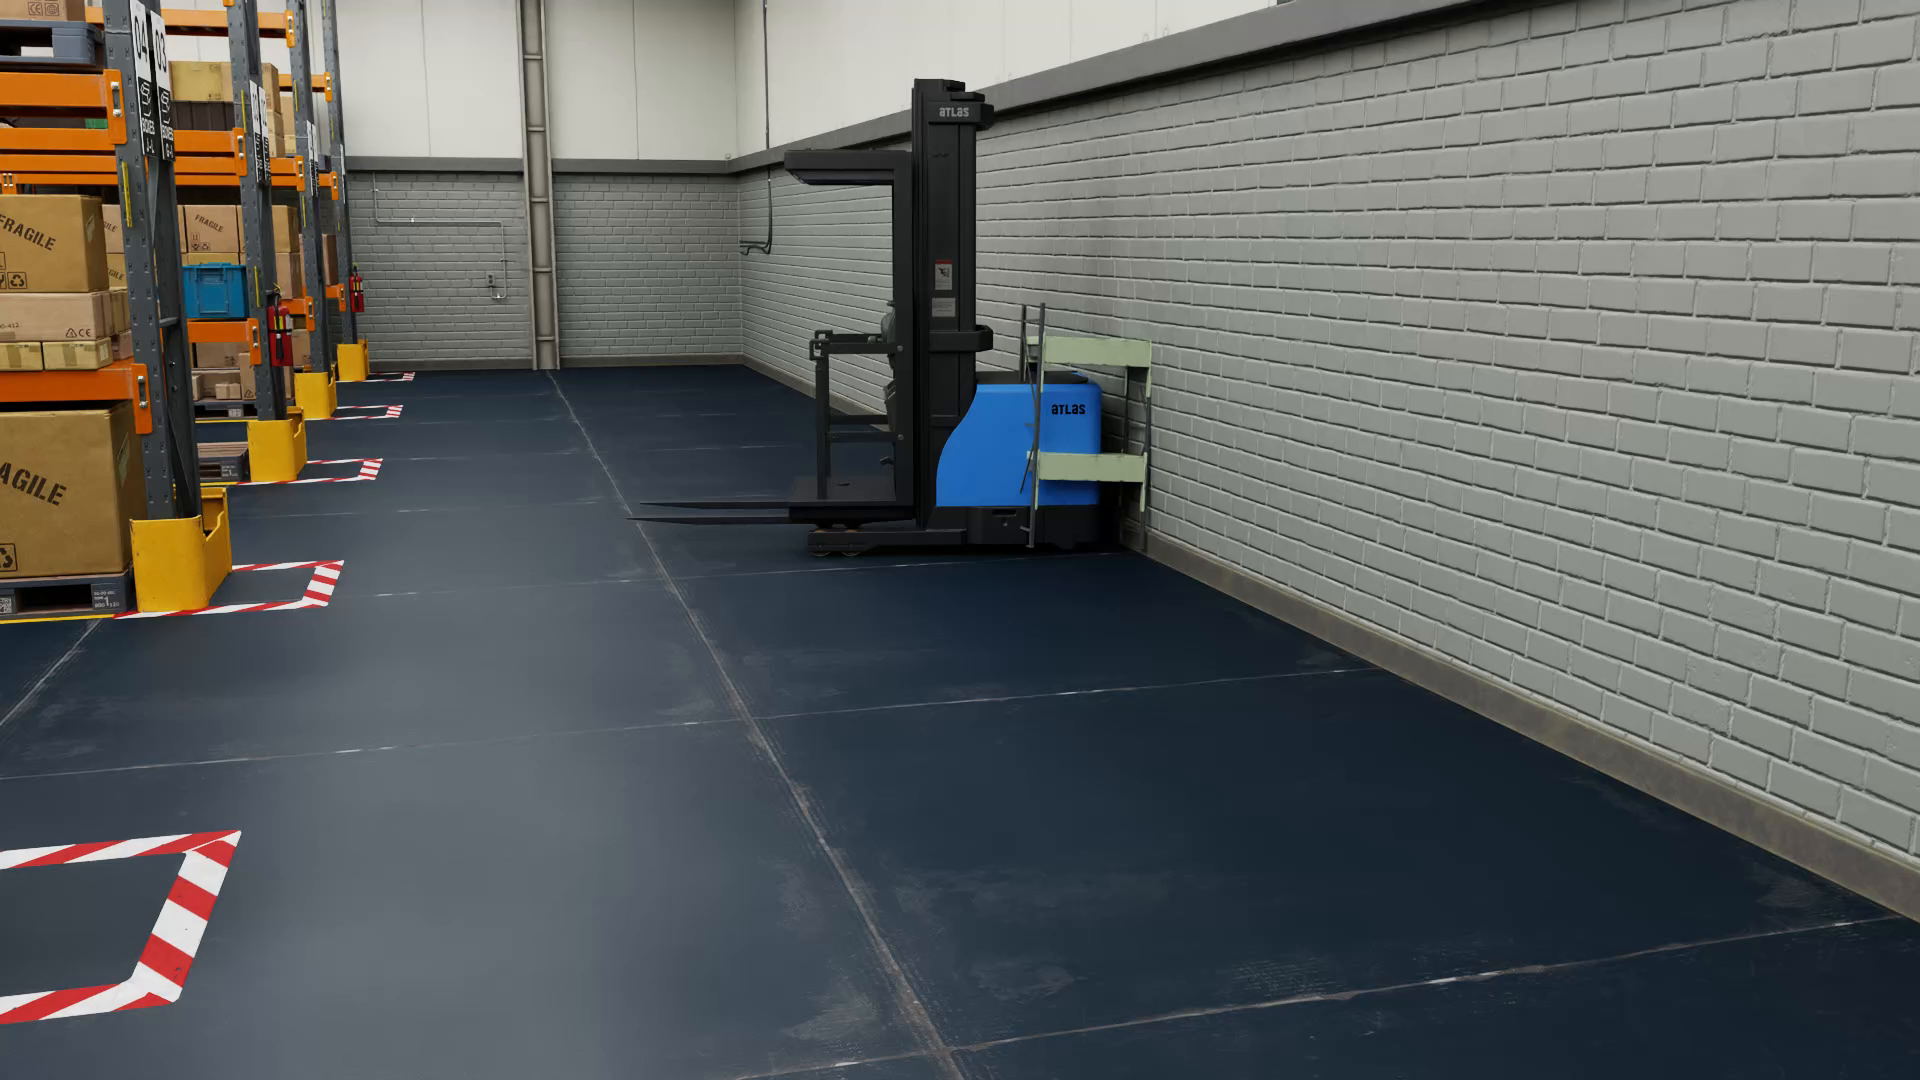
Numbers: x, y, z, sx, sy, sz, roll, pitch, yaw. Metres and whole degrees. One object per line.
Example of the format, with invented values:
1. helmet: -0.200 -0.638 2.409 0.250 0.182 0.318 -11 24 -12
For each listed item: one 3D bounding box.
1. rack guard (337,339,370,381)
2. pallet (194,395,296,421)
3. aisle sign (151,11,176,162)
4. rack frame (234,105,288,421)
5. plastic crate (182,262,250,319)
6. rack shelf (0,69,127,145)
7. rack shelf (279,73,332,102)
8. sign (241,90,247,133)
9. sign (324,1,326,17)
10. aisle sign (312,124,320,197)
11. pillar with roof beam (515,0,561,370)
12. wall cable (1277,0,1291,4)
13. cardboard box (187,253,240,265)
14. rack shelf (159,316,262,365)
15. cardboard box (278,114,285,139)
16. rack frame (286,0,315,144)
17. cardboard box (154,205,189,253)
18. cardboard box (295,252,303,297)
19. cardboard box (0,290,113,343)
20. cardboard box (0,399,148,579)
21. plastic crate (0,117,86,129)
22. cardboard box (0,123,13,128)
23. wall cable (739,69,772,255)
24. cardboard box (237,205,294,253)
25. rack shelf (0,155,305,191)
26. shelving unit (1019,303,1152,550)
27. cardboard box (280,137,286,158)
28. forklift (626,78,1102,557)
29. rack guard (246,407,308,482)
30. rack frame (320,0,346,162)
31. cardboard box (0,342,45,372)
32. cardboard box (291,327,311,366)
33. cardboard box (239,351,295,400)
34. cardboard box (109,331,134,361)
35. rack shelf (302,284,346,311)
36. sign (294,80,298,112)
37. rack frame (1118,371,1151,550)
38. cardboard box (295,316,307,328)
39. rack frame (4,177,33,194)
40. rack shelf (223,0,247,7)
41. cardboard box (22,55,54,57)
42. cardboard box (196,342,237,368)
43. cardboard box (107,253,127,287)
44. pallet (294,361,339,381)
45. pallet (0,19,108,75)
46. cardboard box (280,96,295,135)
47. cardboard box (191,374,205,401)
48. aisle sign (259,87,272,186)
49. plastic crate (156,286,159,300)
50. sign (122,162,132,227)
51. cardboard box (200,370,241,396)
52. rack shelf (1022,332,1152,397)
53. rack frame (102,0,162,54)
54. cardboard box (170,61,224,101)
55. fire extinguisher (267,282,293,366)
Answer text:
1. rack guard: -8.568 -2.546 23.495 0.348 0.500 1.175 -3 11 -16
2. pallet: -8.041 -1.497 18.597 1.213 0.211 1.003 -3 11 -16
3. aisle sign: -4.452 -2.525 9.297 0.004 0.787 0.394 -3 11 -16
4. rack frame: -5.822 -2.052 13.907 0.127 3.000 1.000 -3 11 -16
5. plastic crate: -6.091 -2.049 13.630 0.499 0.435 0.616 -3 11 -16
6. rack shelf: -6.358 -2.211 8.474 4.000 0.370 1.077 -3 11 -16
7. rack shelf: -10.511 -6.073 22.270 4.000 0.370 1.077 -3 11 -16
8. sign: -5.653 -3.381 13.130 0.005 0.325 0.100 -3 11 -16
9. sign: -8.453 -7.128 22.111 0.005 0.325 0.100 -3 11 -16
10. aisle sign: -7.220 -4.246 18.646 0.004 0.787 0.394 -3 11 -16
11. pillar with roof beam: -5.037 -6.263 20.212 0.400 9.000 9.100 -3 11 -16
12. wall cable: 1.955 -5.410 6.695 0.120 5.999 2.277 -3 11 -16
13. cardboard box: -8.054 -2.865 18.050 0.500 0.500 0.500 -3 11 -15
14. rack shelf: -7.742 -1.597 13.422 4.000 0.370 1.077 -3 11 -16
15. cardboard box: -7.769 -4.580 18.386 0.500 0.250 0.500 -3 11 -16
16. rack frame: -7.203 -5.863 18.042 0.127 3.000 1.000 -3 11 -16
17. cardboard box: -8.535 -3.331 17.817 0.500 0.500 0.500 -3 11 -14
18. cardboard box: -7.703 -2.986 18.703 0.500 0.500 0.500 -3 11 -15
19. cardboard box: -4.829 -1.193 8.833 0.500 0.250 0.500 -3 11 -17
20. cardboard box: -5.030 -0.306 9.133 0.875 0.875 0.875 -3 11 -16
21. plastic crate: -7.366 -3.467 13.480 0.767 0.338 0.504 -3 11 -16
22. cardboard box: -10.028 -4.365 17.221 0.500 0.250 0.500 -3 11 -16
23. wall cable: -3.061 -5.421 24.217 0.112 2.526 3.097 -3 11 -16
24. cardboard box: -7.553 -3.384 18.104 0.500 0.500 0.500 -3 11 -16
25. rack shelf: -9.123 -3.933 17.829 4.000 0.370 1.077 -3 11 -16
26. shelving unit: 0.775 -0.712 10.470 0.755 1.500 0.431 1 6 -16
27. cardboard box: -7.767 -4.333 18.426 0.500 0.250 0.500 -3 11 -16
28. forklift: -0.628 -1.436 10.749 3.031 2.935 1.130 -1 10 -3
29. rack guard: -5.803 -0.826 14.152 0.348 0.500 1.175 -3 11 -16
30. rack frame: -8.591 -6.724 22.719 0.127 3.000 1.000 -3 11 -16
31. cardboard box: -4.937 -0.979 8.771 0.250 0.149 0.380 -3 11 -15
32. cardboard box: -9.235 -2.698 23.163 0.500 0.500 0.700 -3 11 -16
33. cardboard box: -7.656 -1.830 18.390 0.500 0.500 0.500 -3 11 -16
34. cardboard box: -4.871 -1.107 9.467 0.250 0.149 0.380 -3 11 -15
35. rack shelf: -10.511 -3.319 22.777 4.000 0.370 1.077 -3 11 -16
36. sign: -7.067 -4.726 17.704 0.005 0.325 0.100 -3 11 -16
37. rack frame: 1.127 -0.707 10.570 0.023 1.500 0.400 1 6 -16
38. cardboard box: -9.171 -3.058 23.328 0.250 0.149 0.380 -3 11 -16
39. rack frame: -12.432 -3.572 22.162 0.127 3.000 1.000 -3 11 -16
40. rack shelf: -7.742 -4.350 12.915 4.000 0.370 1.077 -3 11 -16
41. cardboard box: -9.589 -4.785 17.431 0.500 0.500 0.700 -3 11 -16
42. cardboard box: -10.198 -2.647 22.887 0.500 0.500 0.700 -3 11 -18
43. cardboard box: -9.019 -2.816 17.780 0.500 0.500 0.500 -3 11 -17
44. pallet: -9.337 -2.348 23.221 1.213 0.211 1.003 -3 11 -16
45. pallet: -5.147 -2.583 8.752 1.213 0.211 1.003 -3 11 -16
46. cardboard box: -9.218 -5.715 22.430 0.500 0.500 0.500 -3 11 -16
47. cardboard box: -8.577 -1.664 18.179 0.500 0.250 0.500 -3 11 -16
48. aisle sign: -5.836 -3.386 13.972 0.004 0.787 0.394 -3 11 -16
49. plastic crate: -6.783 -2.010 13.979 0.300 0.233 0.416 -3 11 -16
50. sign: -4.299 -1.782 8.587 0.005 0.325 0.100 -3 11 -16
51. cardboard box: -8.284 -1.774 18.775 0.500 0.250 0.500 -3 11 -16
52. rack shelf: 0.791 -1.100 10.431 0.720 0.370 0.431 1 6 -16
53. rack frame: -4.438 -4.141 8.687 0.127 3.000 1.000 -3 11 -16
54. cardboard box: -8.195 -4.890 18.000 0.500 0.500 0.700 -3 11 -16
55. fire extinguisher: -5.550 -1.759 13.560 0.183 0.674 0.296 -3 11 -16
